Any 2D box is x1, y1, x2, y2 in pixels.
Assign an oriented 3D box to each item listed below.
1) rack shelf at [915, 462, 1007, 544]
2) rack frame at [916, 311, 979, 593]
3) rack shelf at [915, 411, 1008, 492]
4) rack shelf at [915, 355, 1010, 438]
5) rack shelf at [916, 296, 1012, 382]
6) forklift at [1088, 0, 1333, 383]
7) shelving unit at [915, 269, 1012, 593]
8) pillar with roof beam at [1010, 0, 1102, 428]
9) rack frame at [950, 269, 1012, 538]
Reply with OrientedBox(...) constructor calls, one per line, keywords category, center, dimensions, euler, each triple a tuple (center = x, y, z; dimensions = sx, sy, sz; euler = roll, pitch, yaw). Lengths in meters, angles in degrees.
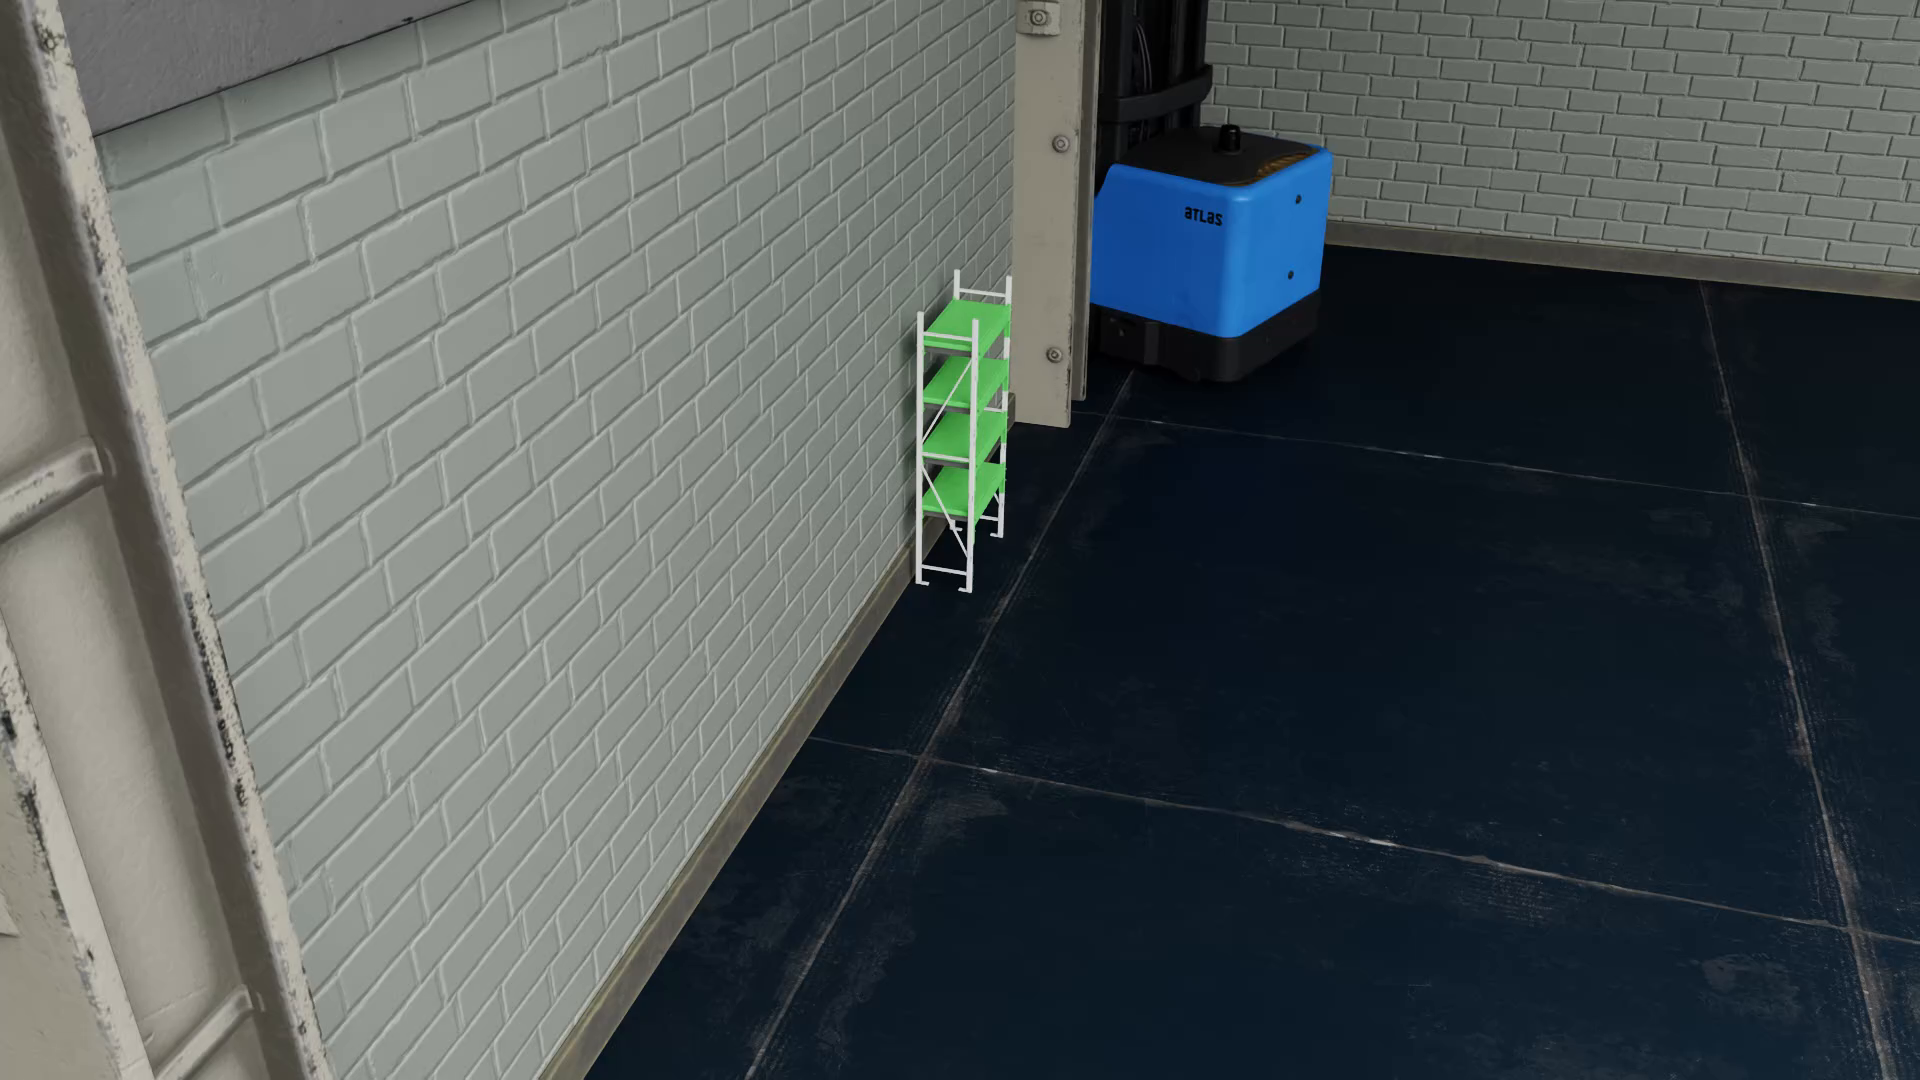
OrientedBox(category="rack shelf", center=(0.007, -0.176, 6.952), dimensions=(0.258, 0.148, 0.480), euler=(9, 30, 14))
OrientedBox(category="rack frame", center=(-0.057, -0.327, 6.599), dimensions=(0.240, 1.200, 0.015), euler=(9, 30, 14))
OrientedBox(category="rack shelf", center=(0.011, -0.385, 6.835), dimensions=(0.258, 0.148, 0.480), euler=(9, 30, 14))
OrientedBox(category="rack shelf", center=(0.016, -0.594, 6.717), dimensions=(0.258, 0.148, 0.480), euler=(9, 30, 14))
OrientedBox(category="rack shelf", center=(0.020, -0.803, 6.599), dimensions=(0.258, 0.148, 0.480), euler=(9, 30, 14))
OrientedBox(category="forklift", center=(0.507, -2.662, 9.020), dimensions=(3.031, 2.935, 1.130), euler=(21, 35, 32))
OrientedBox(category="shelving unit", center=(0.013, -0.441, 6.803), dimensions=(0.258, 1.200, 0.503), euler=(9, 30, 14))
OrientedBox(category="pillar with roof beam", center=(4.560, -3.988, 5.162), dimensions=(9.100, 9.000, 0.400), euler=(8, 30, 15))
OrientedBox(category="rack frame", center=(0.082, -0.555, 7.008), dimensions=(0.240, 1.200, 0.015), euler=(9, 30, 14))
